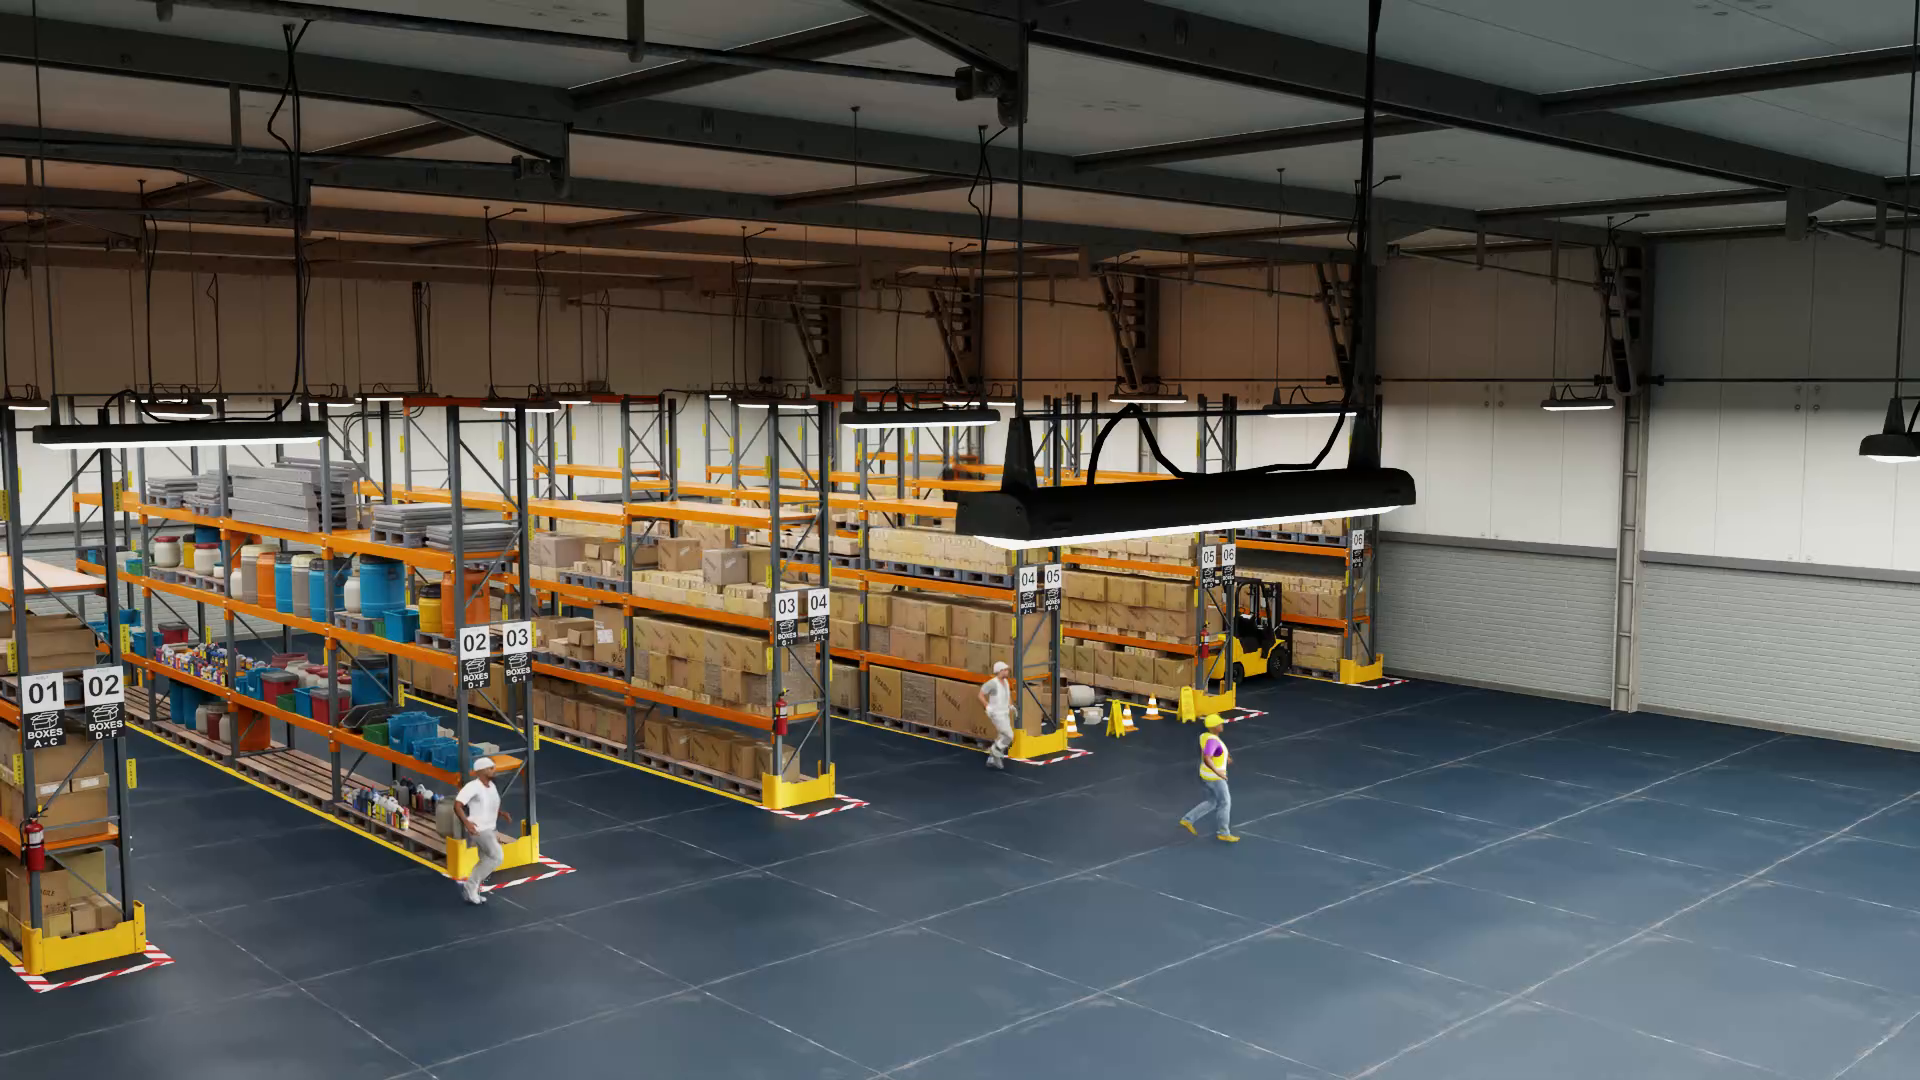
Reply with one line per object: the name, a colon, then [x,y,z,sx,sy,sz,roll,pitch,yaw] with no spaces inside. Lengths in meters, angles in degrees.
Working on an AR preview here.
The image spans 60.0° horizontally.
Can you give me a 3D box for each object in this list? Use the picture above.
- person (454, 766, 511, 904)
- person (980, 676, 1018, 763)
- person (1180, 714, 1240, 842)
person: [-5.767,3.533,20.250,0.581,1.671,0.717,0,6,3]
person: [0.684,2.936,26.988,0.585,1.456,0.638,4,7,34]
person: [3.436,3.254,22.732,0.826,1.770,0.701,-1,6,-9]
